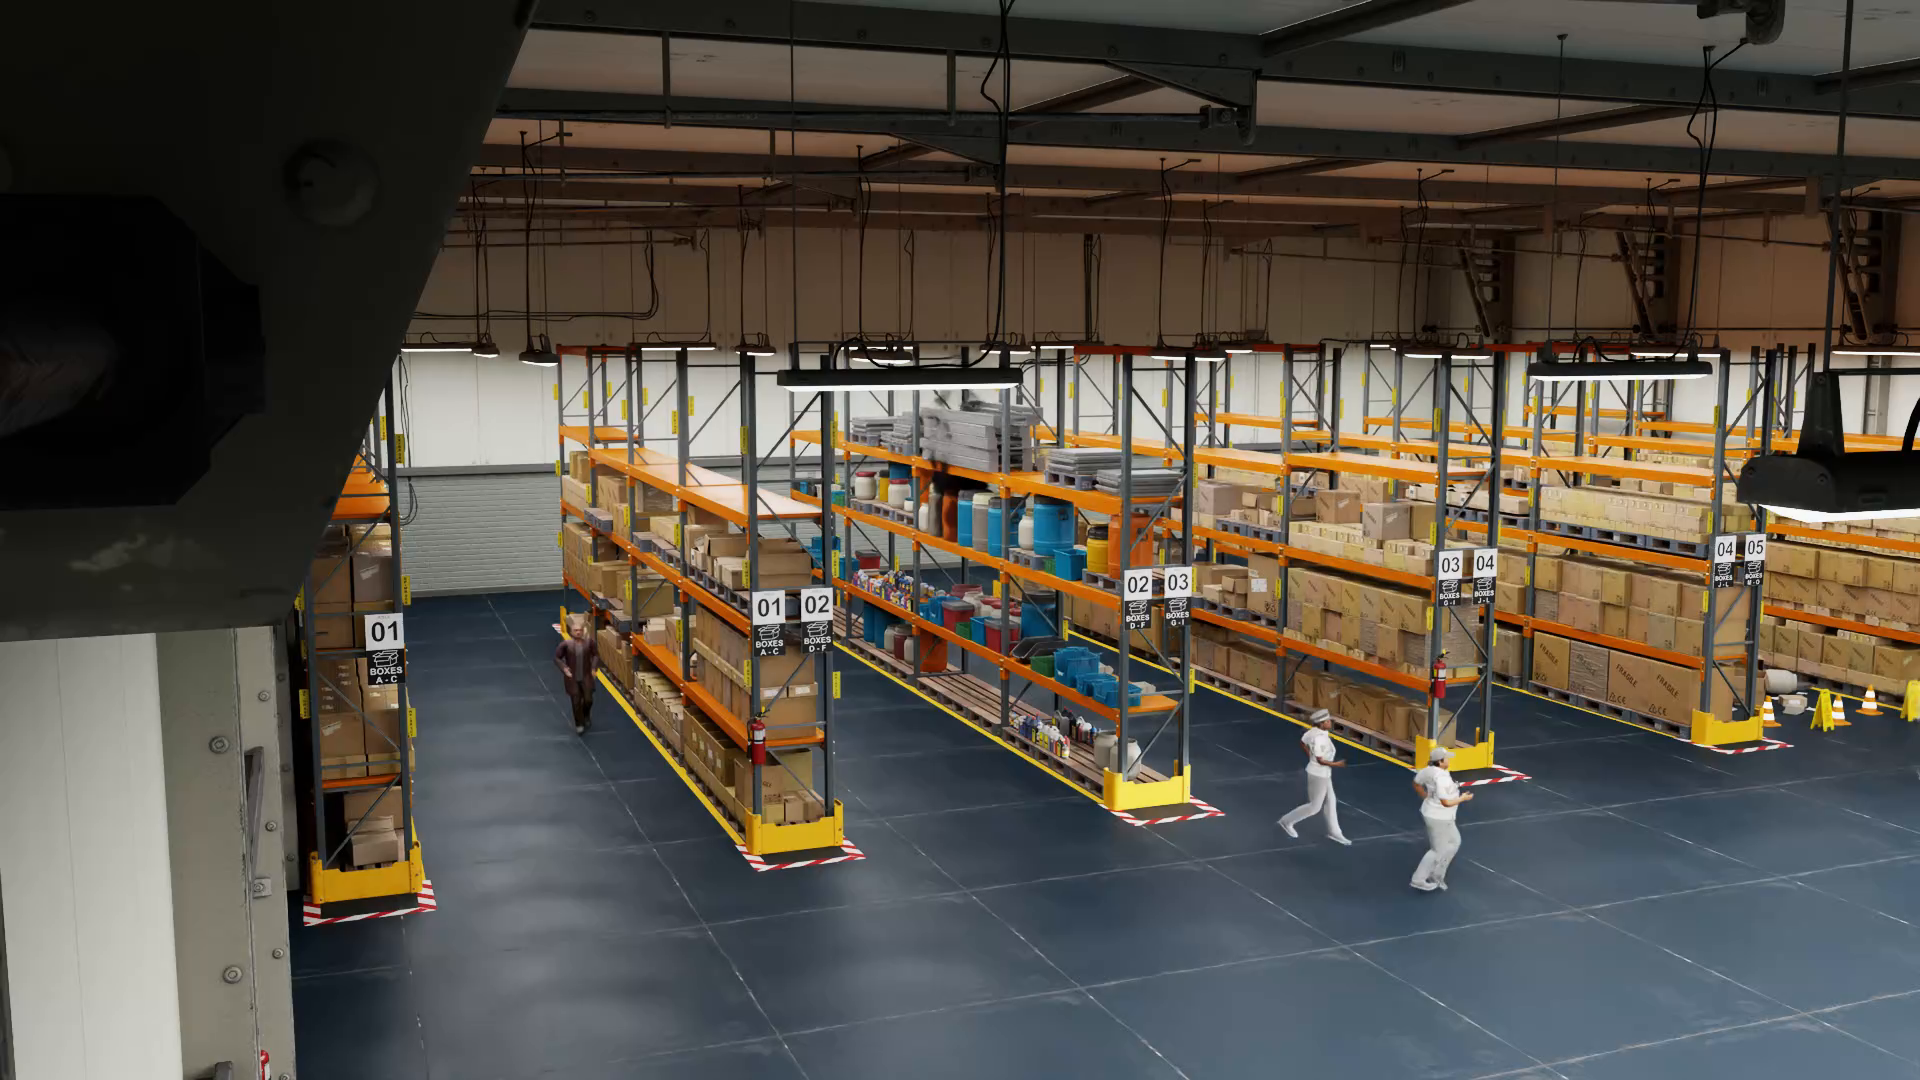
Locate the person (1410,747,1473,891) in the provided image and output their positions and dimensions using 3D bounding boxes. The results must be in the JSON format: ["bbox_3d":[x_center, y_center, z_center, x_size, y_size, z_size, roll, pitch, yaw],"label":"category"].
[{"bbox_3d":[5.409,3.156,18.696,0.660,1.701,0.583,0,7,3],"label":"person"}]

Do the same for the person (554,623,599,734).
[{"bbox_3d":[-5.985,2.166,26.041,0.716,1.743,0.630,-2,8,-19],"label":"person"}]

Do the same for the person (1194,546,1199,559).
[{"bbox_3d":[5.749,0.203,41.600,0.629,1.745,0.702,-2,8,-17],"label":"person"}]

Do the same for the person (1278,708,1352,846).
[{"bbox_3d":[4.387,2.910,20.430,0.886,1.718,0.594,1,7,8],"label":"person"}]
